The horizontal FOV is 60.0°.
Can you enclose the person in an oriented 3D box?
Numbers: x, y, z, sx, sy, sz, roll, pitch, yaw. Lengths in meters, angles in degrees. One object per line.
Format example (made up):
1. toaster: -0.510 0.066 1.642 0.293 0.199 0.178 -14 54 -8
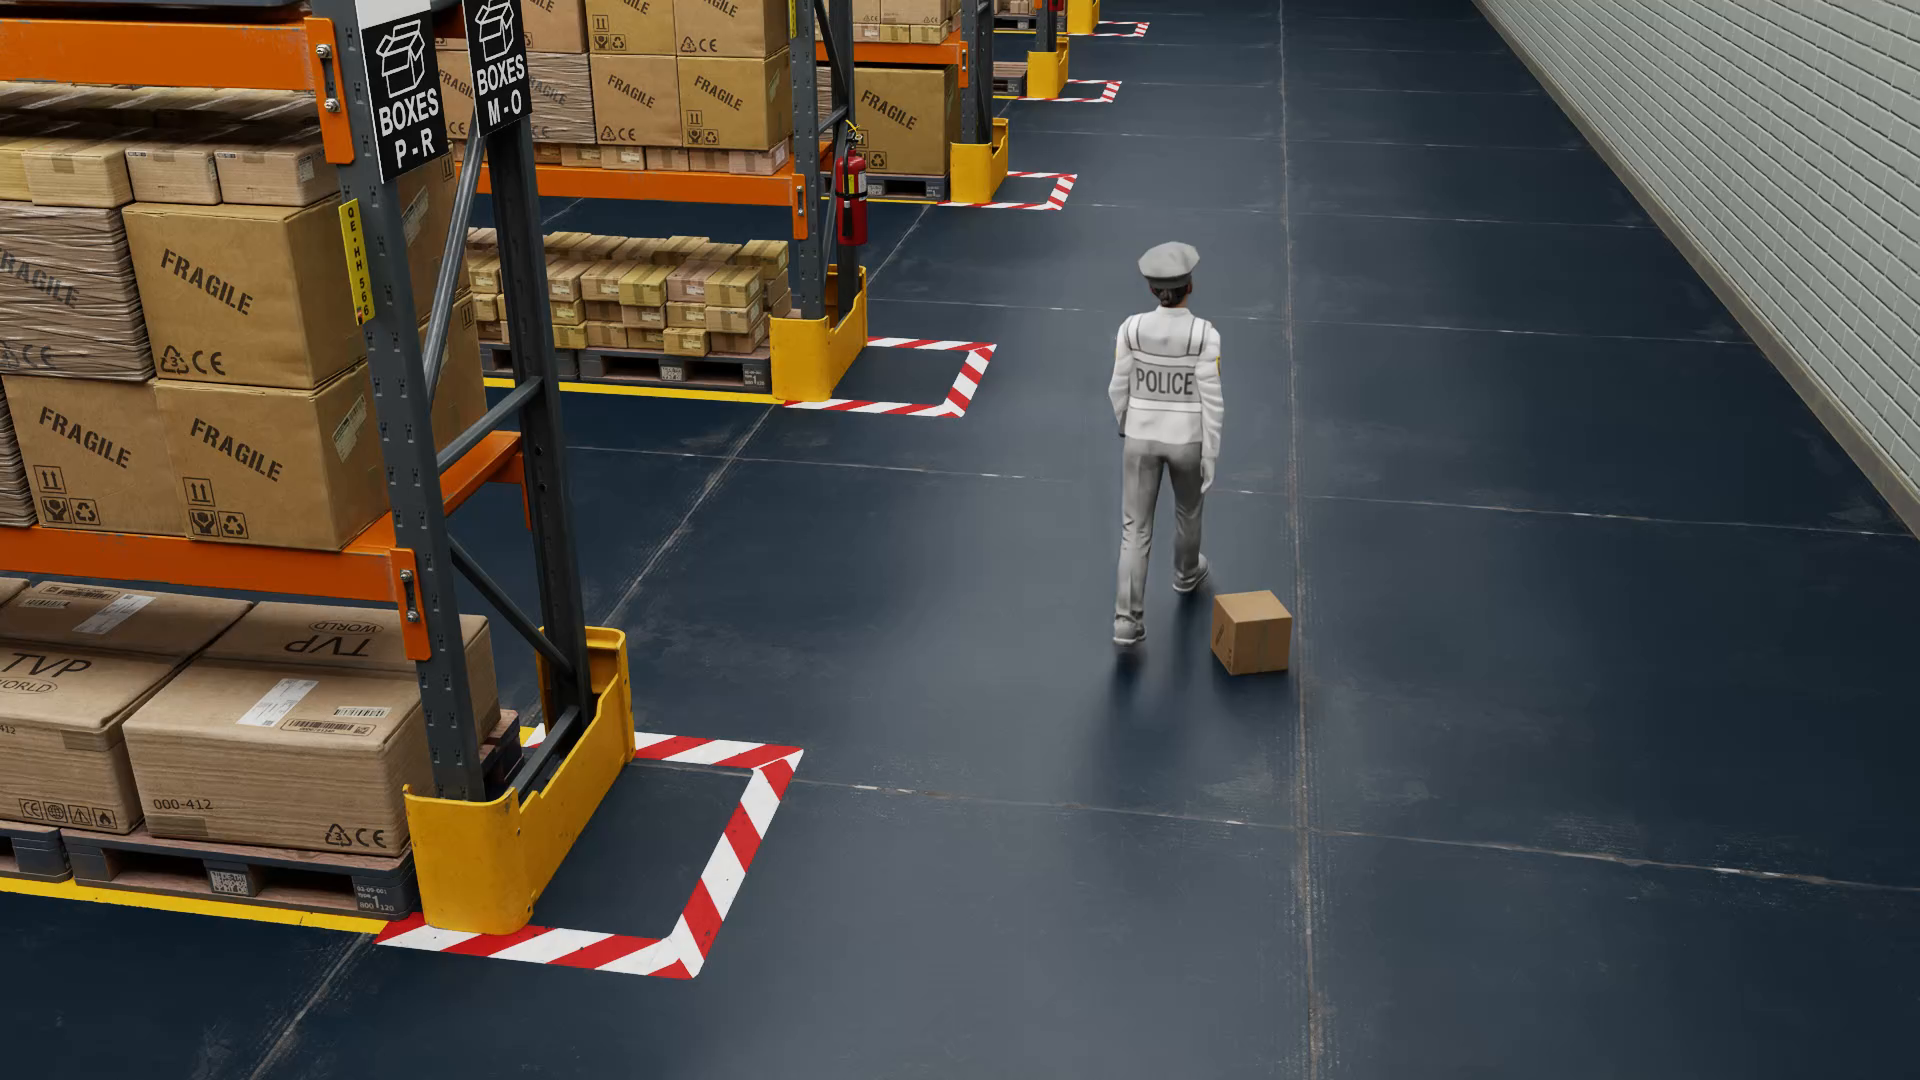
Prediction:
1. person: 0.853 -0.416 6.967 0.487 1.631 0.988 5 26 11
